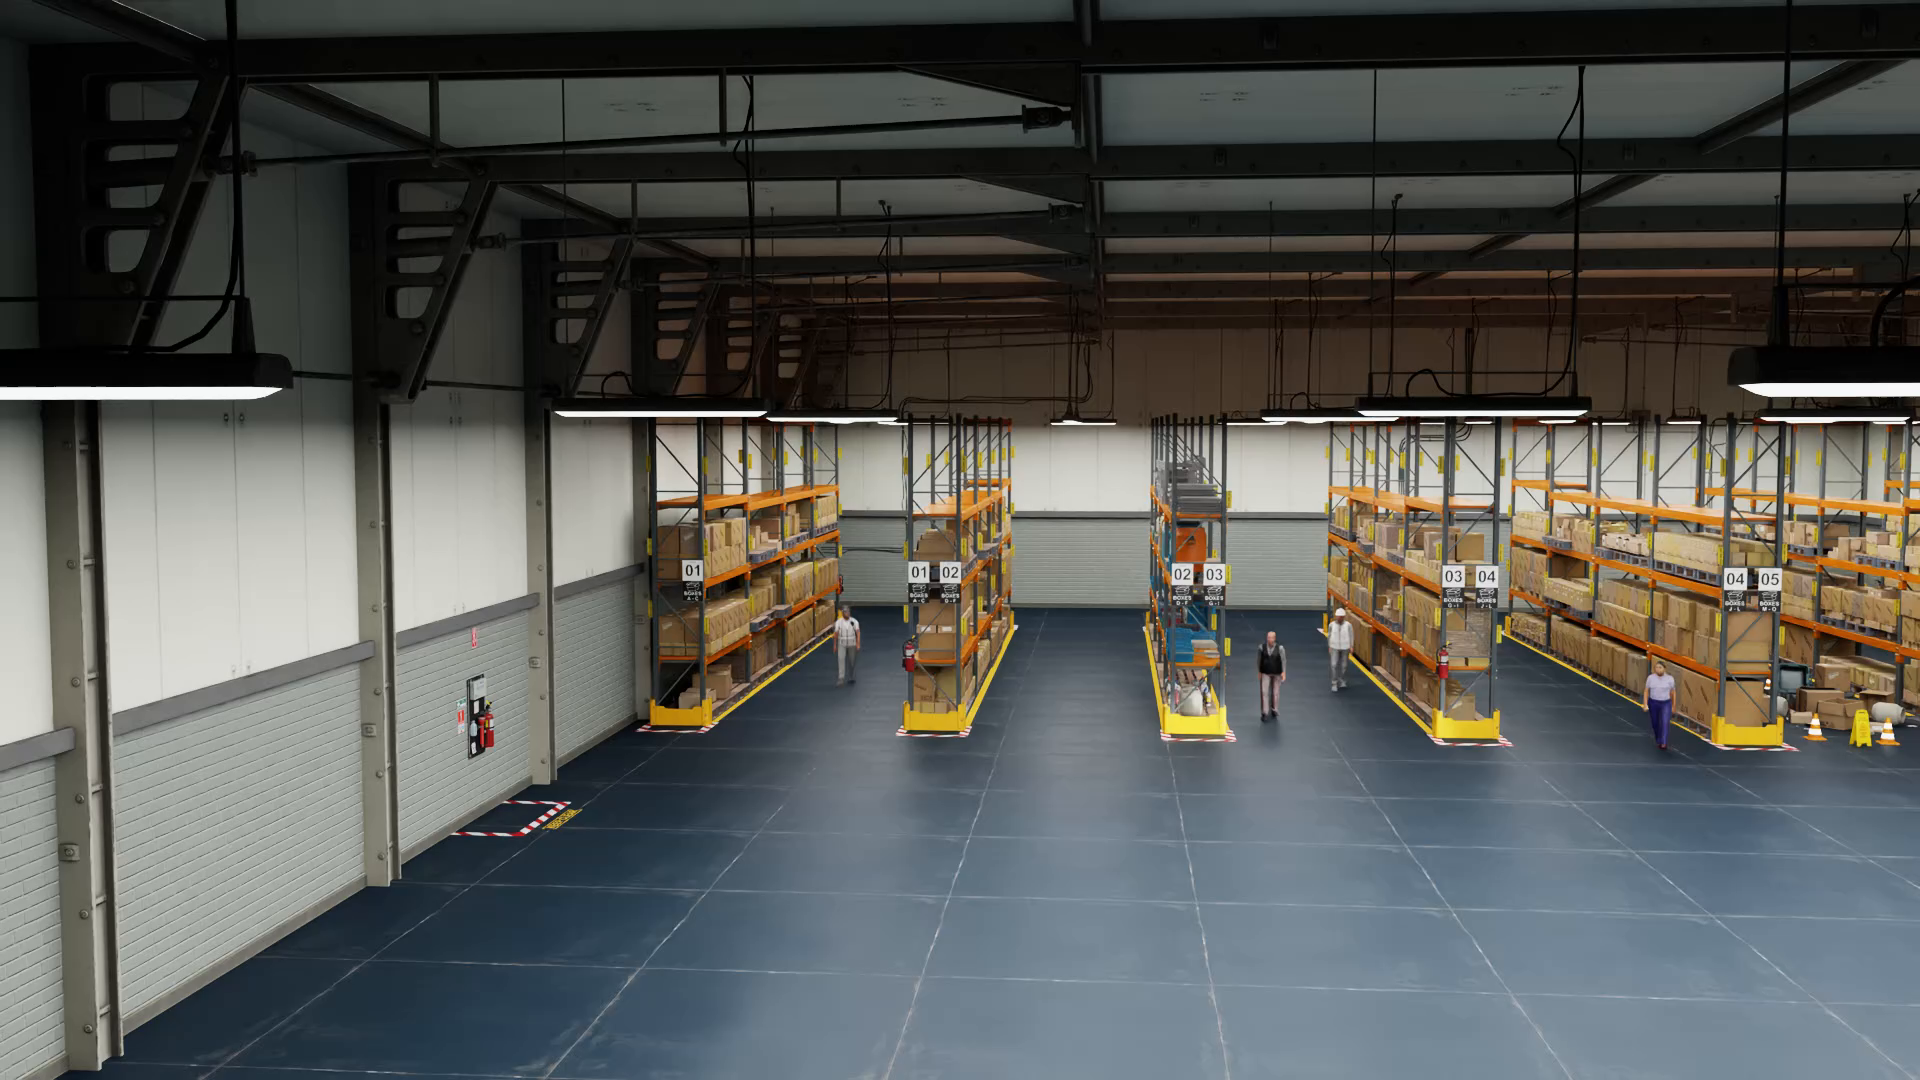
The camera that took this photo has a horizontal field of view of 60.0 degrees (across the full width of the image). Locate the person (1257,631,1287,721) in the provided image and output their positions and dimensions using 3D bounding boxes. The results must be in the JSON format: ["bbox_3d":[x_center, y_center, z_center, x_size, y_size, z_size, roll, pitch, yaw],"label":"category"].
[{"bbox_3d":[6.128,2.663,32.724,0.584,1.732,0.696,1,4,15],"label":"person"}]

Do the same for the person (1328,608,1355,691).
[{"bbox_3d":[8.347,2.388,36.463,0.584,1.782,0.696,1,4,17],"label":"person"}]

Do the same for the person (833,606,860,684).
[{"bbox_3d":[-2.545,2.328,37.268,0.611,1.710,1.062,0,4,-4],"label":"person"}]

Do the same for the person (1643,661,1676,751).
[{"bbox_3d":[12.333,2.934,29.348,0.531,1.592,1.032,3,5,38],"label":"person"}]
